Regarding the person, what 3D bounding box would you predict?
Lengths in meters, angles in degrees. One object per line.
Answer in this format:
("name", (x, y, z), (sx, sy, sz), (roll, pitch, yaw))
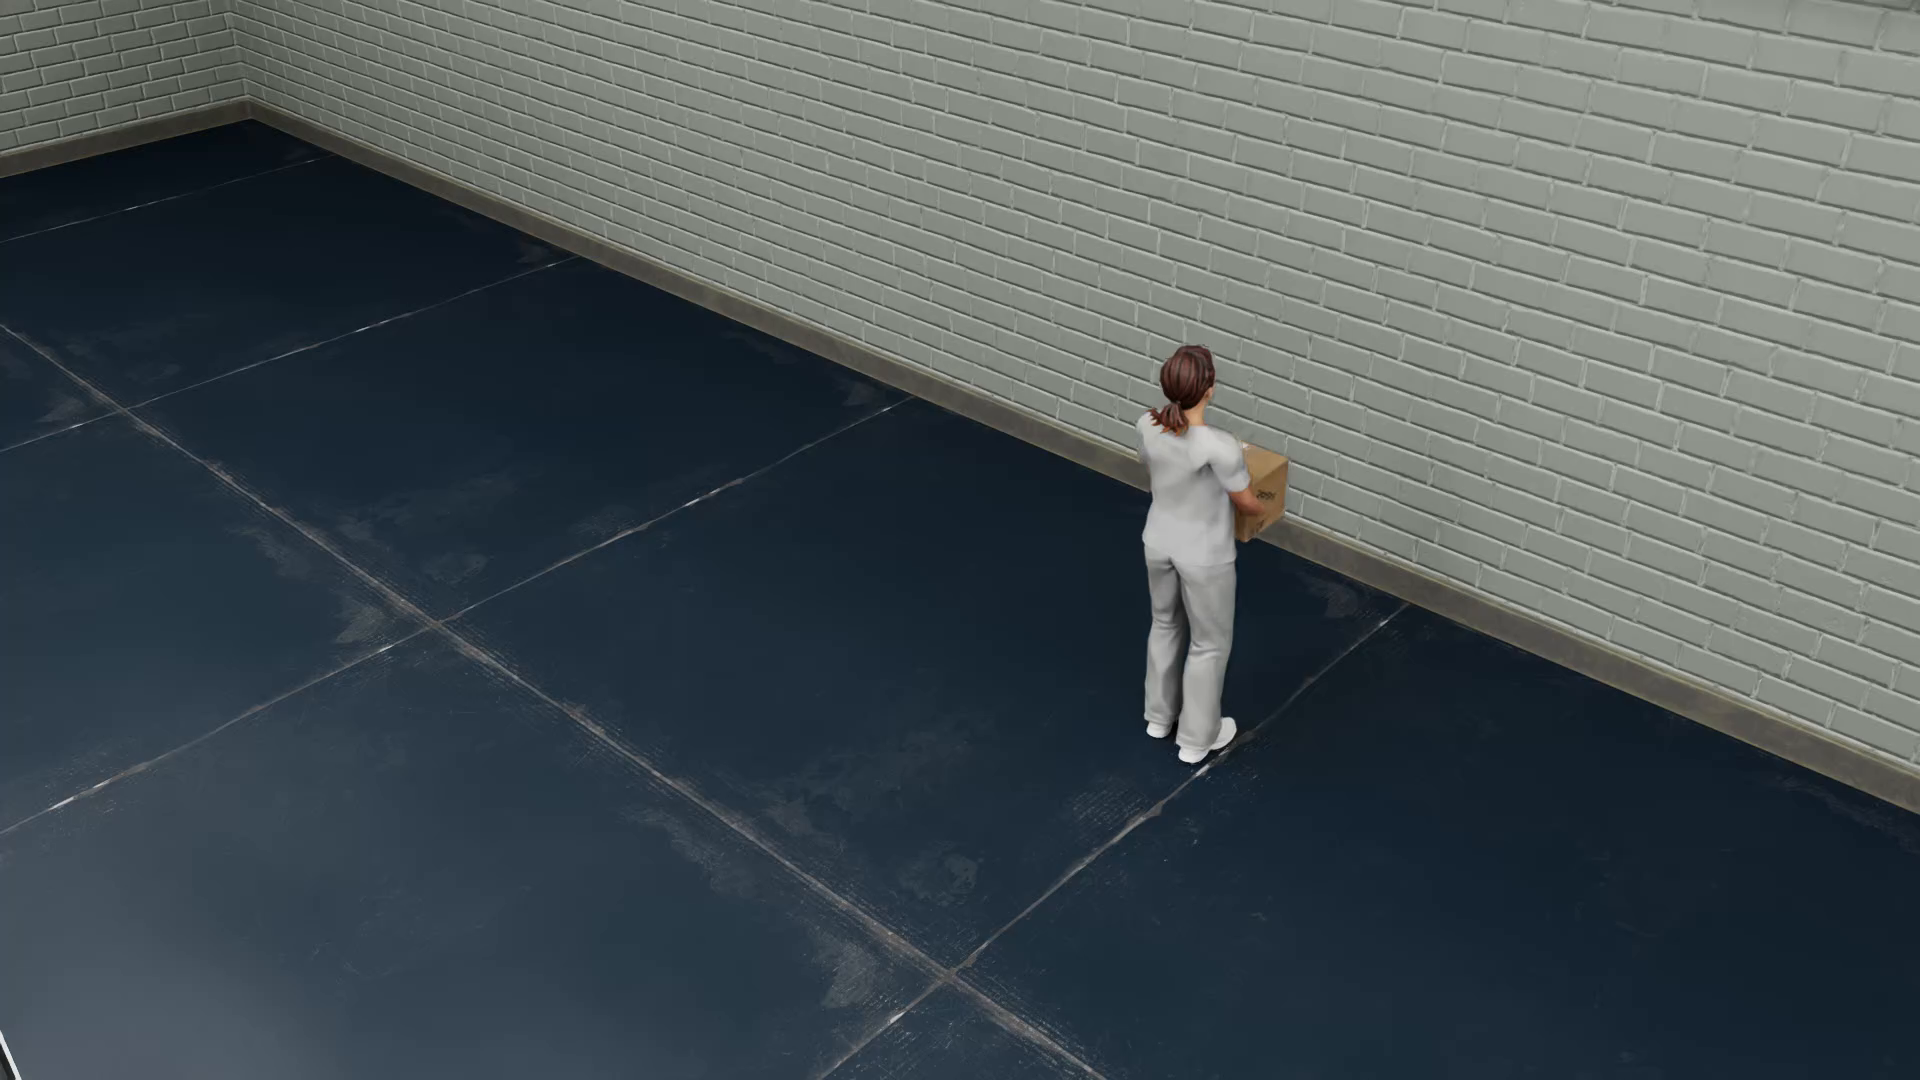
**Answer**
("person", (0.871, 0.016, 6.113), (0.443, 1.669, 0.548), (24, 39, 34))
